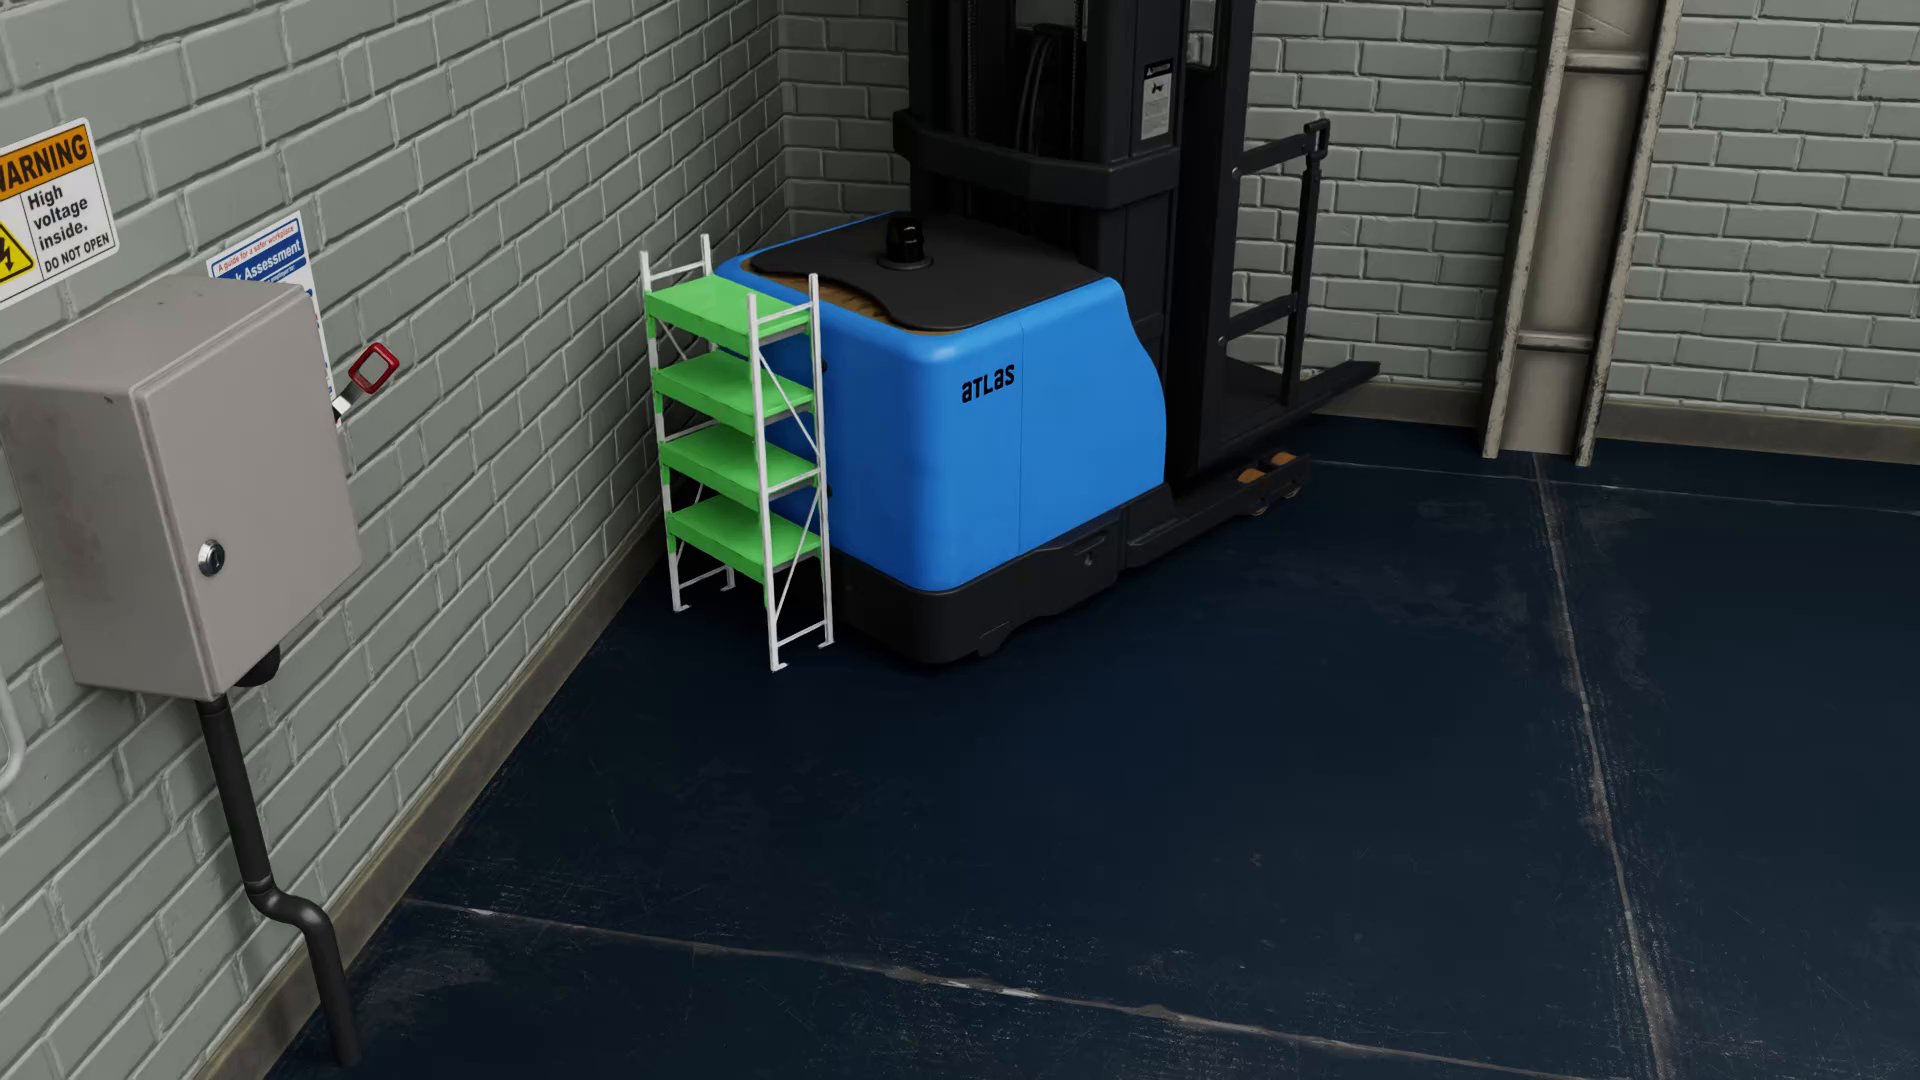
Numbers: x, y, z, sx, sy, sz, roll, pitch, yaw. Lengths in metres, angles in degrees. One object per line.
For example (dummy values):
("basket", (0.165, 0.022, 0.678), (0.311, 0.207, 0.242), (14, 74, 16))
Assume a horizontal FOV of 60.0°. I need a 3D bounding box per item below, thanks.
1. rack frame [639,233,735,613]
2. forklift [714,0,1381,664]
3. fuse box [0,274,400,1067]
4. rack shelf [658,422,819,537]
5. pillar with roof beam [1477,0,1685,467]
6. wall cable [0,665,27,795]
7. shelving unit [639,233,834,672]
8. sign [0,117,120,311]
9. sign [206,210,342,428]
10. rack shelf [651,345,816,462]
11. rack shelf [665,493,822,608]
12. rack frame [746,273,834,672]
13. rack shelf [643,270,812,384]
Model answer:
("rack frame", (-0.829, -0.335, 5.112), (0.015, 1.200, 0.240), (26, 38, 38))
("forklift", (0.624, -1.526, 5.486), (1.130, 2.935, 3.031), (26, 38, 38))
("fuse box", (-1.314, 0.380, 3.273), (0.414, 1.711, 0.539), (6, 29, 11))
("rack shelf", (-0.656, -0.196, 4.992), (0.480, 0.148, 0.258), (26, 38, 38))
("pillar with roof beam", (1.310, -2.293, 0.568), (0.400, 9.000, 9.100), (6, 29, 11))
("wall cable", (-1.610, -0.326, 2.163), (0.122, 1.984, 0.588), (6, 29, 11))
("shelving unit", (-0.656, -0.252, 4.961), (0.503, 1.200, 0.258), (26, 38, 38))
("sign", (-1.528, -0.542, 2.756), (0.001, 0.242, 0.339), (6, 29, 11))
("sign", (-1.413, -0.396, 3.448), (0.001, 0.494, 0.329), (6, 29, 11))
("rack shelf", (-0.656, -0.407, 4.876), (0.480, 0.148, 0.258), (26, 38, 38))
("rack shelf", (-0.656, 0.014, 5.107), (0.480, 0.148, 0.258), (26, 38, 38))
("rack frame", (-0.483, -0.169, 4.810), (0.015, 1.200, 0.240), (26, 38, 38))
("rack shelf", (-0.656, -0.617, 4.761), (0.480, 0.148, 0.258), (26, 38, 38))
